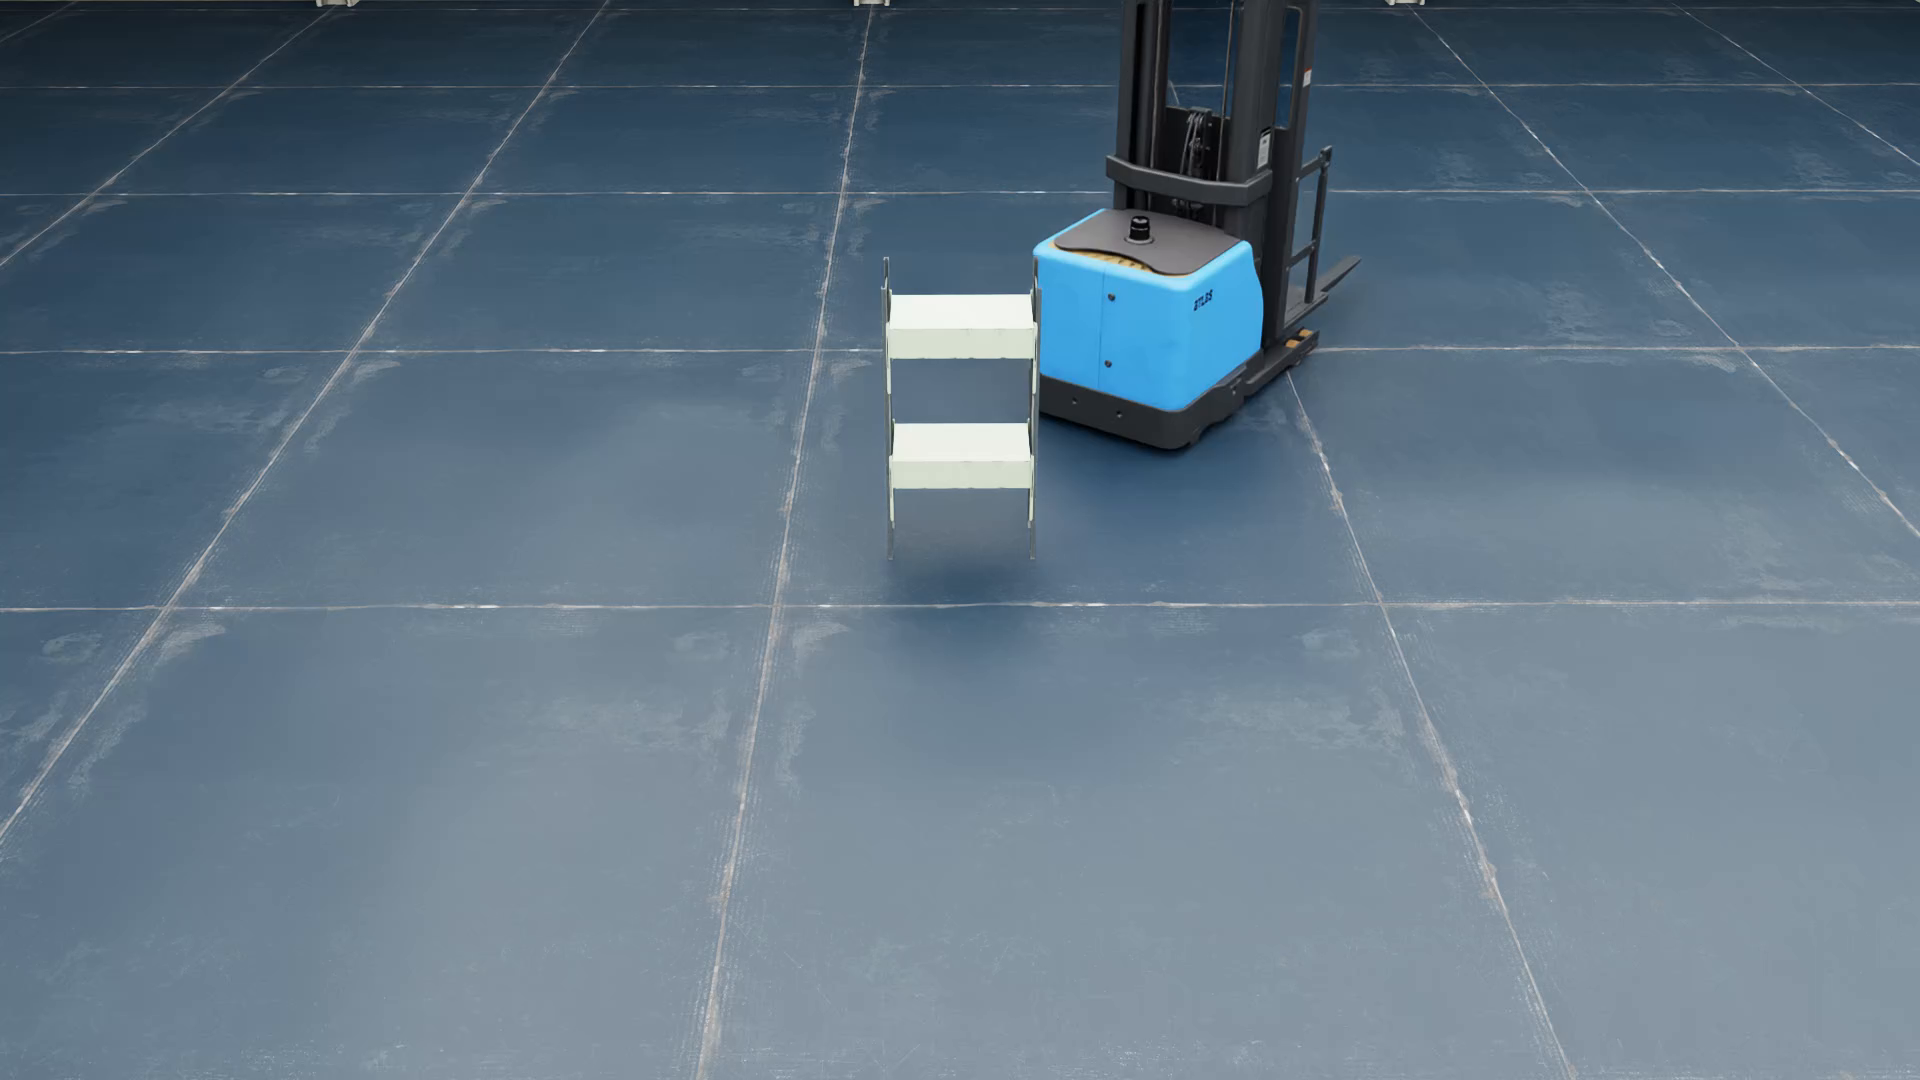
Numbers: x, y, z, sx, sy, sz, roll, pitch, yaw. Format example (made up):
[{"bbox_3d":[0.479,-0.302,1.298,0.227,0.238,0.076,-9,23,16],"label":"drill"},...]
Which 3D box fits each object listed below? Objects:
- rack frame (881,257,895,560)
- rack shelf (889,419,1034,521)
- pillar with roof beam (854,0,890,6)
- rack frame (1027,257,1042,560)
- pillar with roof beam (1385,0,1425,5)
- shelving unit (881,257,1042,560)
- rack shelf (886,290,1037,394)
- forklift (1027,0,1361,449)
[{"bbox_3d":[-0.359,-0.640,8.359,0.023,1.500,0.400,0,31,0],"label":"rack frame"},{"bbox_3d":[0.007,-0.363,8.530,0.720,0.370,0.431,0,31,0],"label":"rack shelf"},{"bbox_3d":[-0.964,-7.676,12.726,0.400,9.000,9.100,0,31,0],"label":"pillar with roof beam"},{"bbox_3d":[0.373,-0.642,8.363,0.023,1.500,0.400,0,31,0],"label":"rack frame"},{"bbox_3d":[5.036,-7.695,12.757,0.400,9.000,9.100,0,31,0],"label":"pillar with roof beam"},{"bbox_3d":[0.007,-0.641,8.361,0.755,1.500,0.431,0,31,0],"label":"shelving unit"},{"bbox_3d":[0.007,-0.975,8.159,0.720,0.370,0.431,0,31,0],"label":"rack shelf"},{"bbox_3d":[1.655,-2.487,10.023,1.130,2.935,3.031,20,36,29],"label":"forklift"}]
